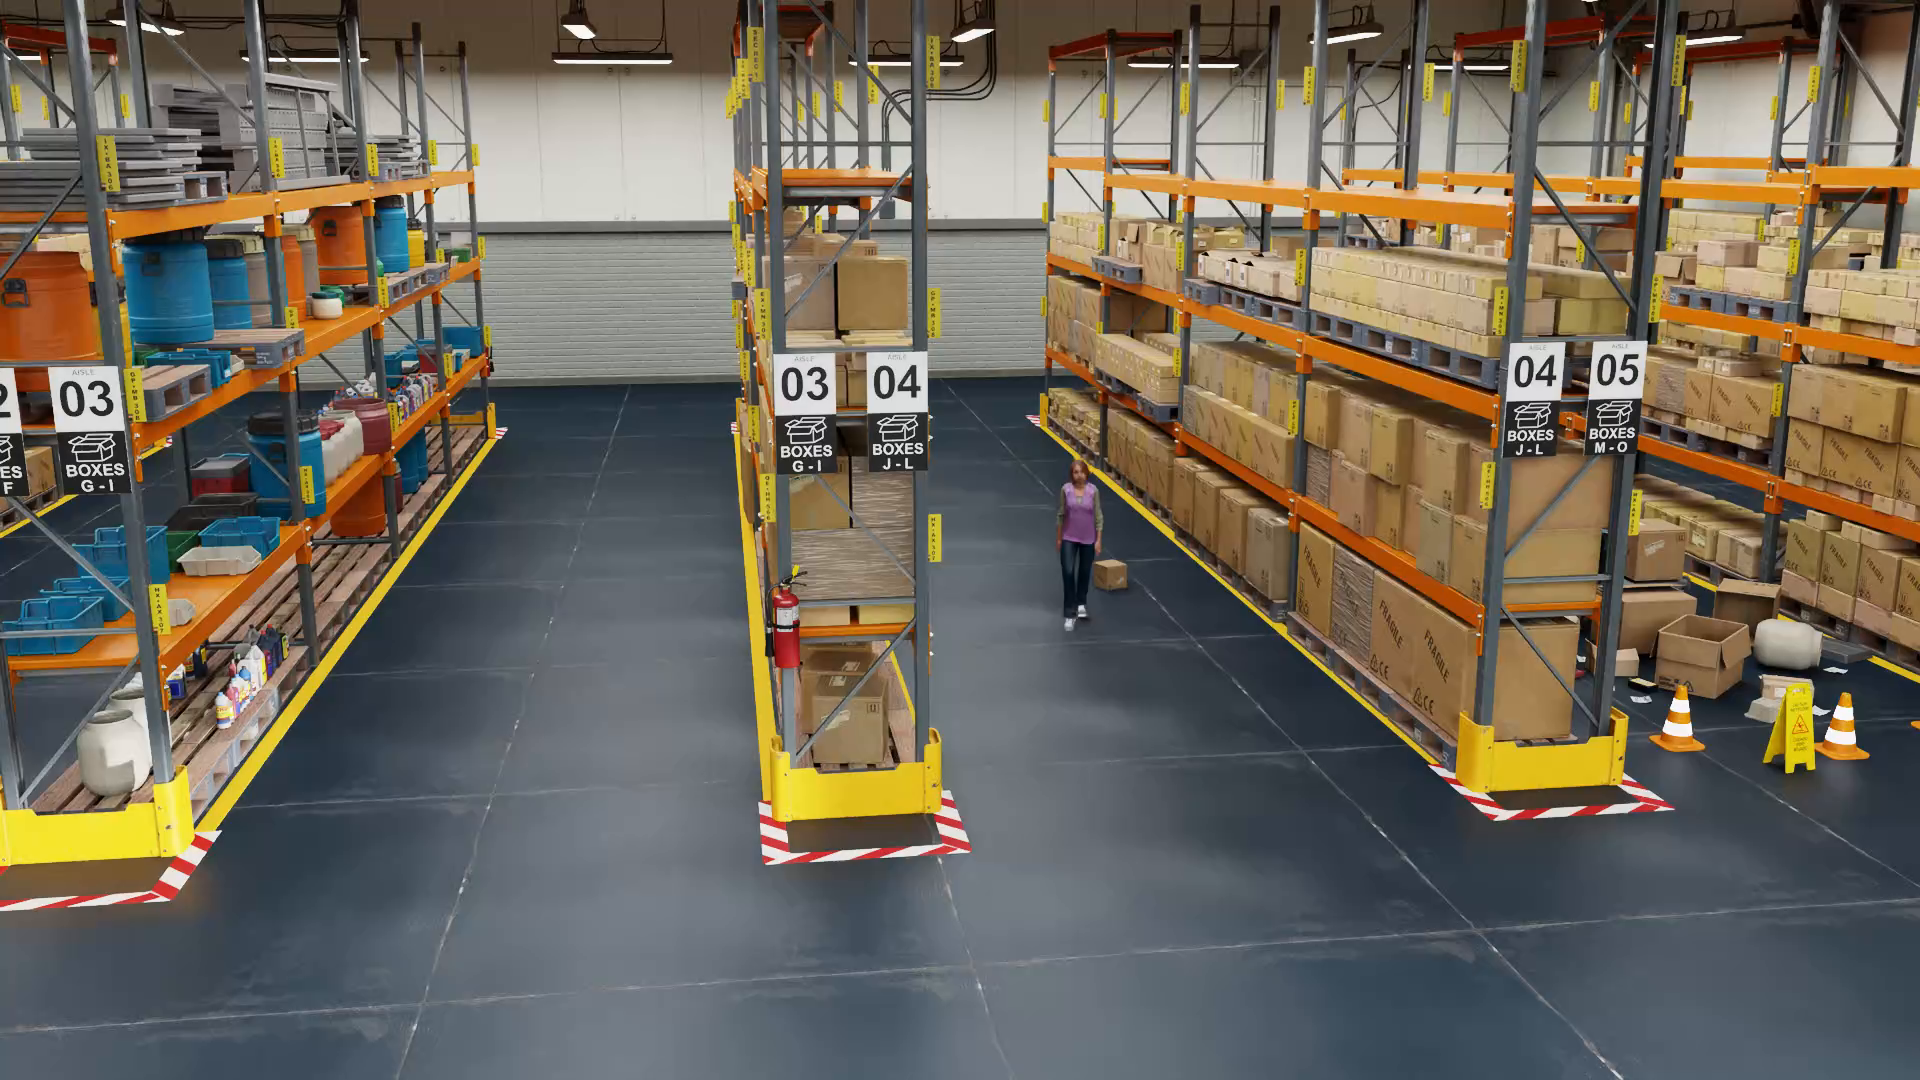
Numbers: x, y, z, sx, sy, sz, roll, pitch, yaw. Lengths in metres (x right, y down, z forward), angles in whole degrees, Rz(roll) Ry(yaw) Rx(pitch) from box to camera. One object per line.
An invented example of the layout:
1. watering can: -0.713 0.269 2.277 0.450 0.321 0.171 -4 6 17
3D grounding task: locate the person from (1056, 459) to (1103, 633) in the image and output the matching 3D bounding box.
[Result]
1. person: 1.146 0.041 15.880 0.439 1.635 0.680 0 13 1
